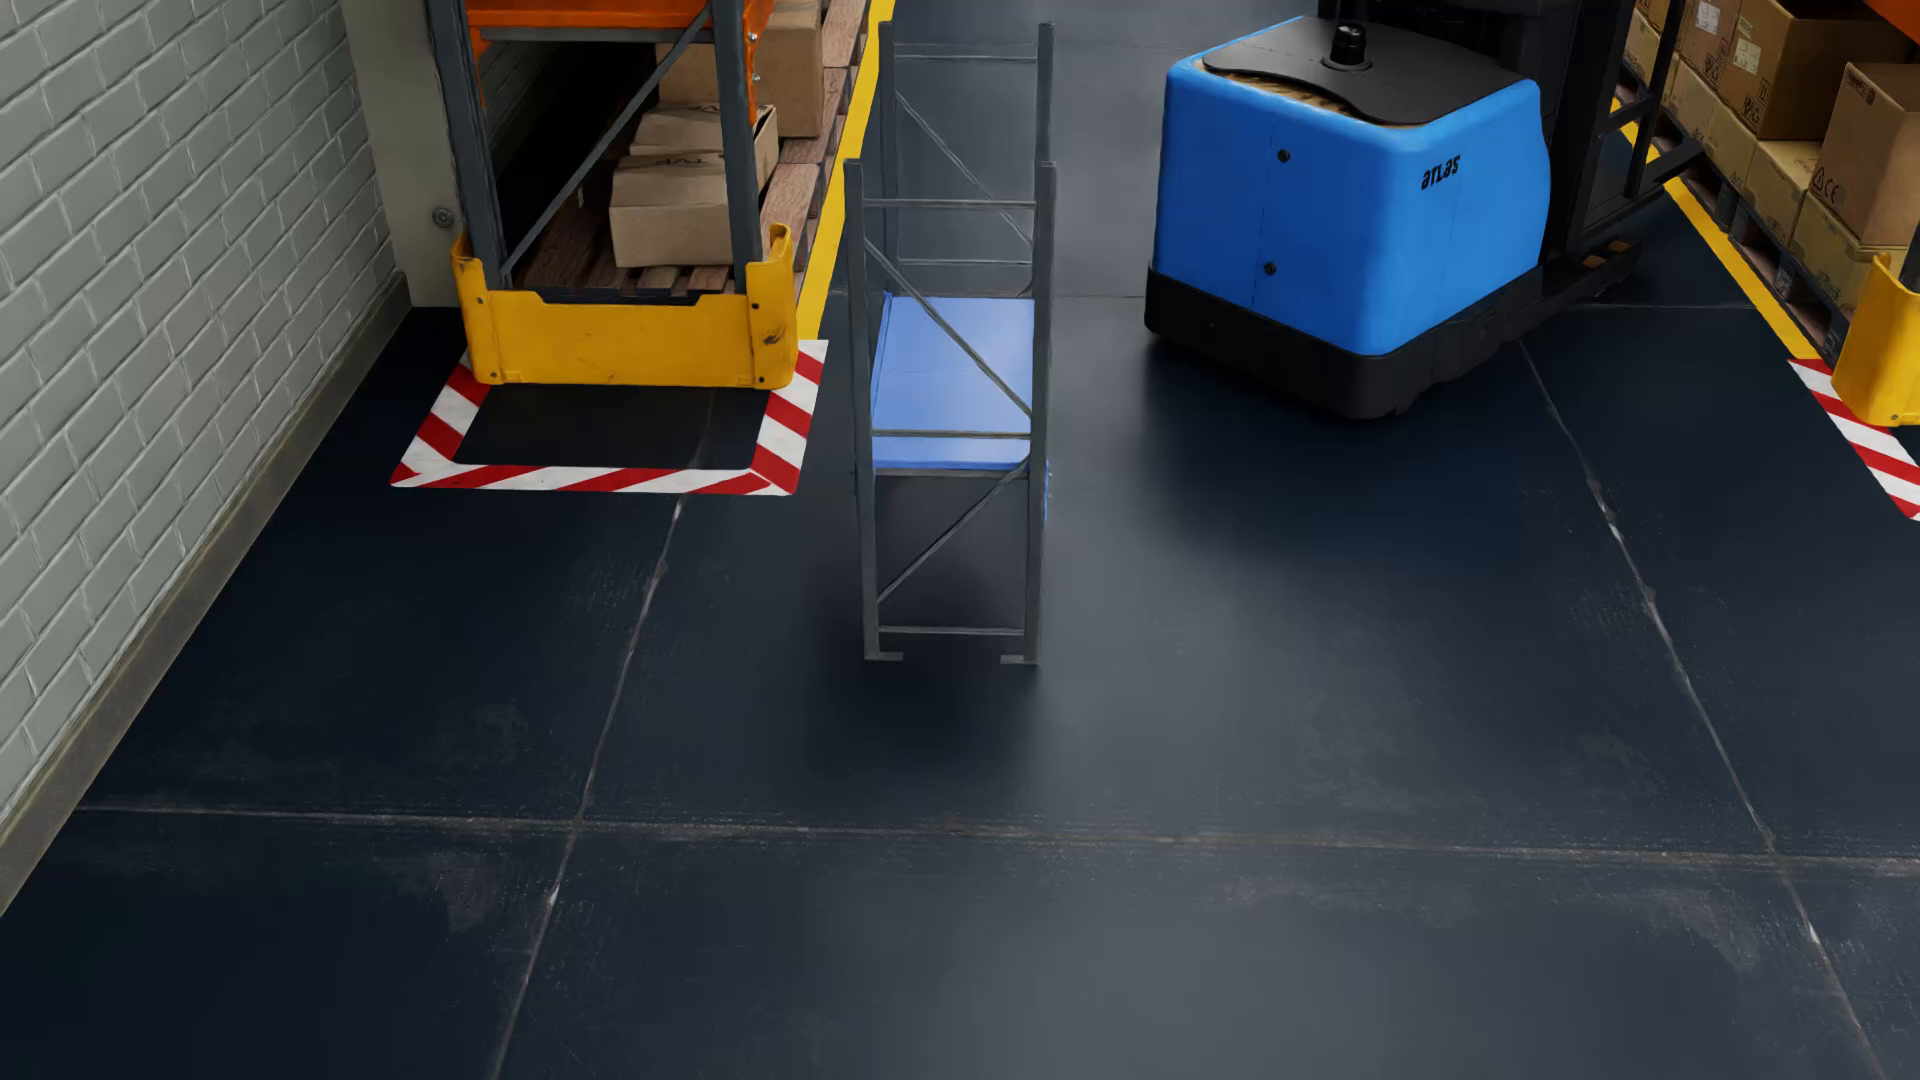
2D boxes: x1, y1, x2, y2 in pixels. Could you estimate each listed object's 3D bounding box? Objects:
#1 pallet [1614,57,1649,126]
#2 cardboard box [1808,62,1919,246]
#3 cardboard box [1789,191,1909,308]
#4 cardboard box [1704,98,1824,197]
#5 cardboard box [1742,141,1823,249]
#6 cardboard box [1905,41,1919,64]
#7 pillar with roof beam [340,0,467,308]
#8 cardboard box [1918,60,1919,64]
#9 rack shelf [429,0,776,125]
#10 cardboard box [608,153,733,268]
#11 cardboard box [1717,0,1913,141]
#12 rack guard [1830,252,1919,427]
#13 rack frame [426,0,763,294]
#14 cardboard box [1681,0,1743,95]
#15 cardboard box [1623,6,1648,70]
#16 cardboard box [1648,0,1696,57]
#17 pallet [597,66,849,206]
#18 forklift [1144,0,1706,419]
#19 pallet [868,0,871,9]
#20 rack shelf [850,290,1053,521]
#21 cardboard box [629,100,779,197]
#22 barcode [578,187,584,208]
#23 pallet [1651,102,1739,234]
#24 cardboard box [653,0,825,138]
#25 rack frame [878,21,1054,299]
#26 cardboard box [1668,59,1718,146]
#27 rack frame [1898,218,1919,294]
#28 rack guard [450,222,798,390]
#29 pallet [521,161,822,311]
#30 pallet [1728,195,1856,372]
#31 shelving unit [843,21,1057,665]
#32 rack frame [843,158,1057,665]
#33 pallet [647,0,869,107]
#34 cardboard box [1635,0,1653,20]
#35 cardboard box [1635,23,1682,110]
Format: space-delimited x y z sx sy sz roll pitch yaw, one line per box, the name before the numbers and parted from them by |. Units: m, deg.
pallet | 3.837 -2.427 8.519 1.003 0.211 1.213 1 35 2
cardboard box | 3.474 -1.394 5.999 0.500 0.500 0.500 1 35 2
cardboard box | 3.476 -1.087 6.214 0.500 0.250 0.500 1 35 2
cardboard box | 3.503 -1.662 7.032 0.500 0.250 0.500 1 35 2
cardboard box | 3.484 -1.375 6.624 0.500 0.250 0.500 1 35 2
cardboard box | 4.019 -1.957 6.800 0.500 0.500 0.500 1 35 2
pillar with roof beam | 2.265 -4.615 3.990 9.100 9.000 0.400 1 35 2
cardboard box | 4.012 -1.669 6.391 0.500 0.500 0.500 1 35 2
rack shelf | -1.120 -2.692 7.098 1.077 0.370 4.000 1 35 2
cardboard box | -1.082 -1.313 6.465 0.500 0.311 0.500 -2 35 -3
cardboard box | 3.500 -1.969 6.817 0.500 0.500 0.500 1 35 2
rack guard | 3.749 -0.689 5.796 1.175 0.500 0.348 1 35 2
rack frame | -1.200 -1.838 5.256 1.000 3.000 0.127 1 35 2
cardboard box | 3.521 -2.256 7.226 0.500 0.500 0.500 1 35 2
cardboard box | 3.564 -2.524 8.259 0.500 0.250 0.500 1 35 2
cardboard box | 3.539 -2.544 7.634 0.500 0.500 0.500 1 35 2
pallet | -1.077 -1.906 7.778 1.003 0.211 1.213 1 35 2
forklift | 2.102 -2.352 6.048 3.031 2.935 1.130 -29 45 -35
pallet | -1.009 -3.442 9.964 1.003 0.211 1.213 1 35 2
rack shelf | -0.003 -0.417 4.852 0.538 0.185 1.000 1 35 2
cardboard box | -1.059 -1.641 6.932 0.500 0.311 0.500 4 35 6
barcode | -1.481 -1.336 6.491 0.001 0.075 0.075 1 35 2
pallet | 3.791 -1.724 7.519 1.003 0.211 1.213 1 35 2
cardboard box | -0.980 -2.138 7.475 0.700 0.500 0.500 -1 35 -1
rack frame | 0.017 -0.857 5.165 0.500 1.500 0.032 1 35 2
cardboard box | 3.524 -1.949 7.441 0.500 0.250 0.500 1 35 2
rack frame | 3.750 -1.725 5.096 1.000 3.000 0.127 1 35 2
rack guard | -1.197 -0.859 6.037 1.175 0.500 0.348 1 35 2
pallet | -1.129 -1.206 6.783 1.003 0.211 1.213 1 35 2
pallet | 3.739 -1.025 6.525 1.003 0.211 1.213 1 35 2
shelving unit | -0.003 -0.565 4.749 0.538 1.500 1.048 1 35 2
rack frame | -0.024 -0.273 4.333 0.500 1.500 0.032 1 35 2
pallet | -1.031 -2.608 8.778 1.003 0.211 1.213 1 35 2
cardboard box | 3.567 -2.831 8.043 0.500 0.500 0.500 1 35 2
cardboard box | 3.539 -2.237 7.850 0.500 0.250 0.500 1 35 2
